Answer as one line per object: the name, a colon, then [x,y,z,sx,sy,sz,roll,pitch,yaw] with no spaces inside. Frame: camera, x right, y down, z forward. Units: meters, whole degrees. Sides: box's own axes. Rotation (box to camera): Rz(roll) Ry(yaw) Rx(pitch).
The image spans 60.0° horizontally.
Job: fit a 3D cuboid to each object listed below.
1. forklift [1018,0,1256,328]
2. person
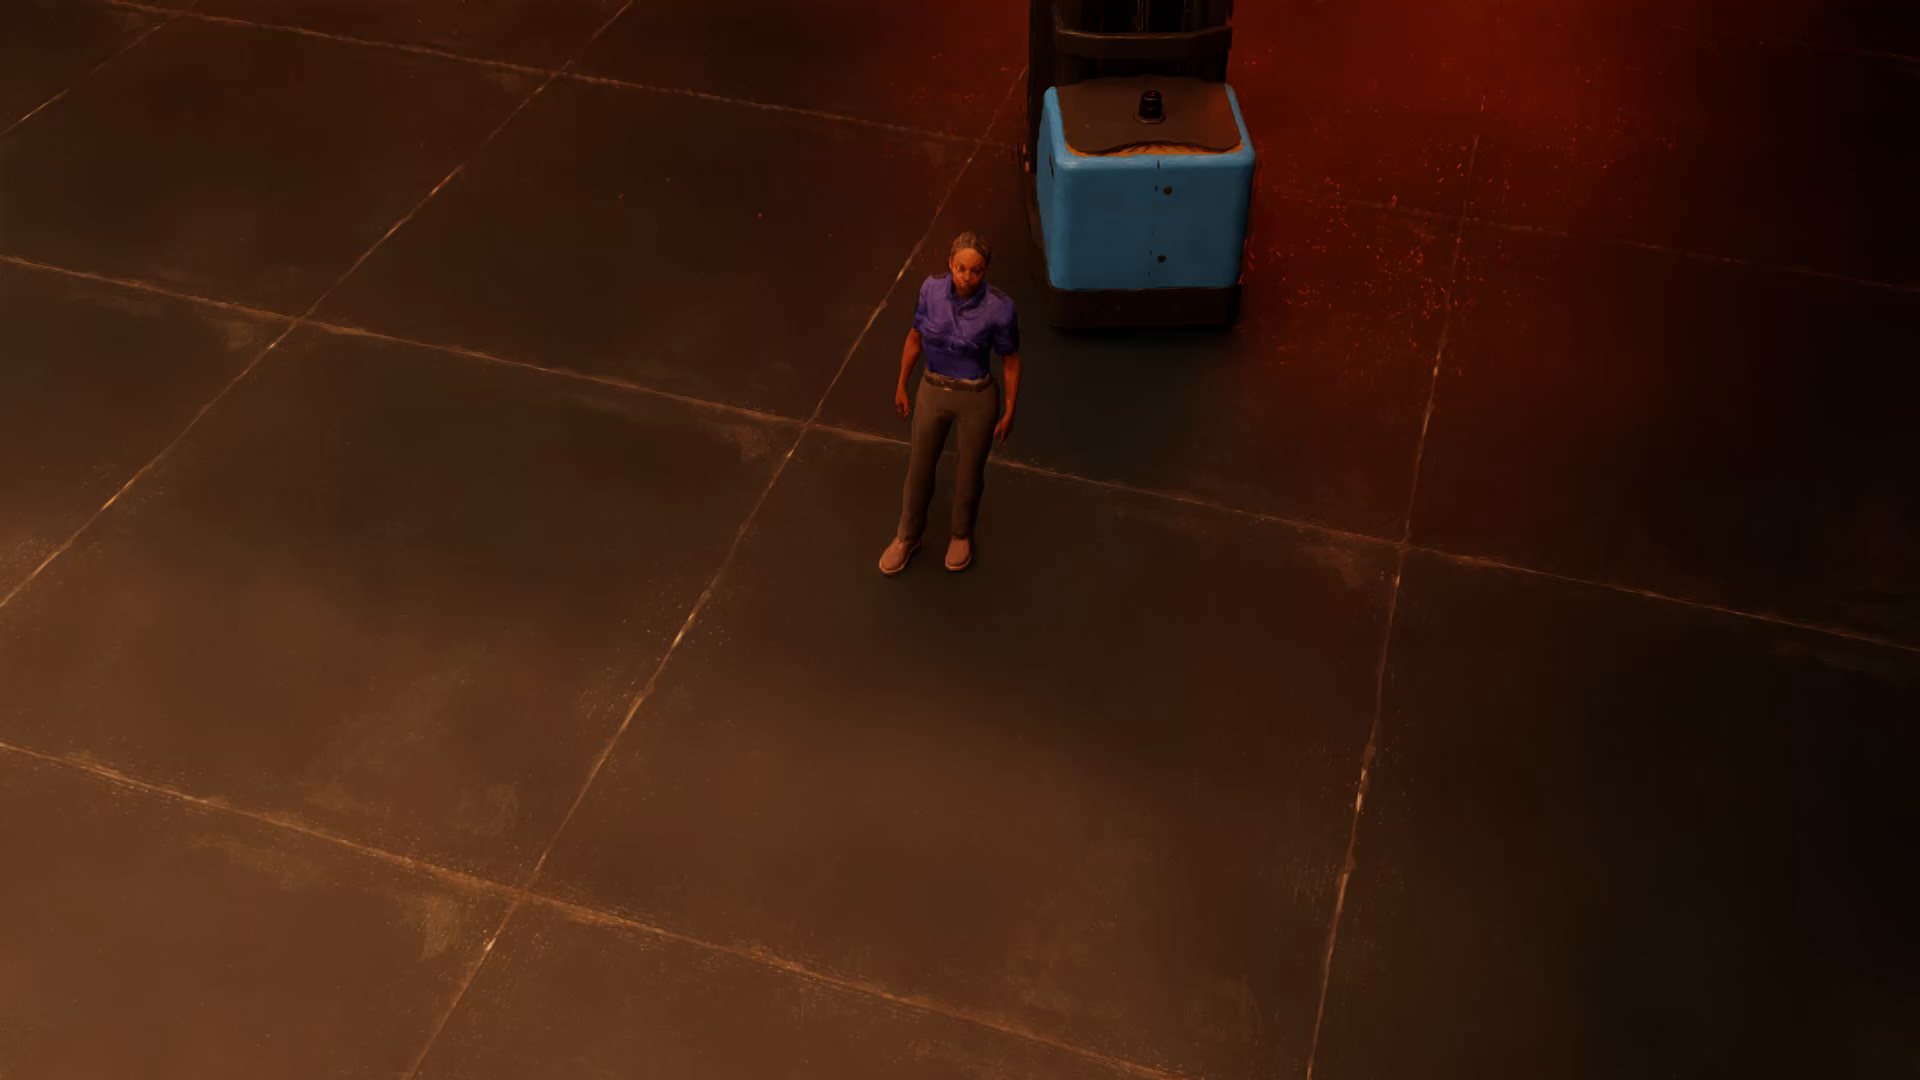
forklift: [0.933,-3.204,9.133,1.130,2.935,3.031,-2,43,-2]
person: [-0.045,-0.558,7.215,0.570,1.654,0.503,12,44,13]
